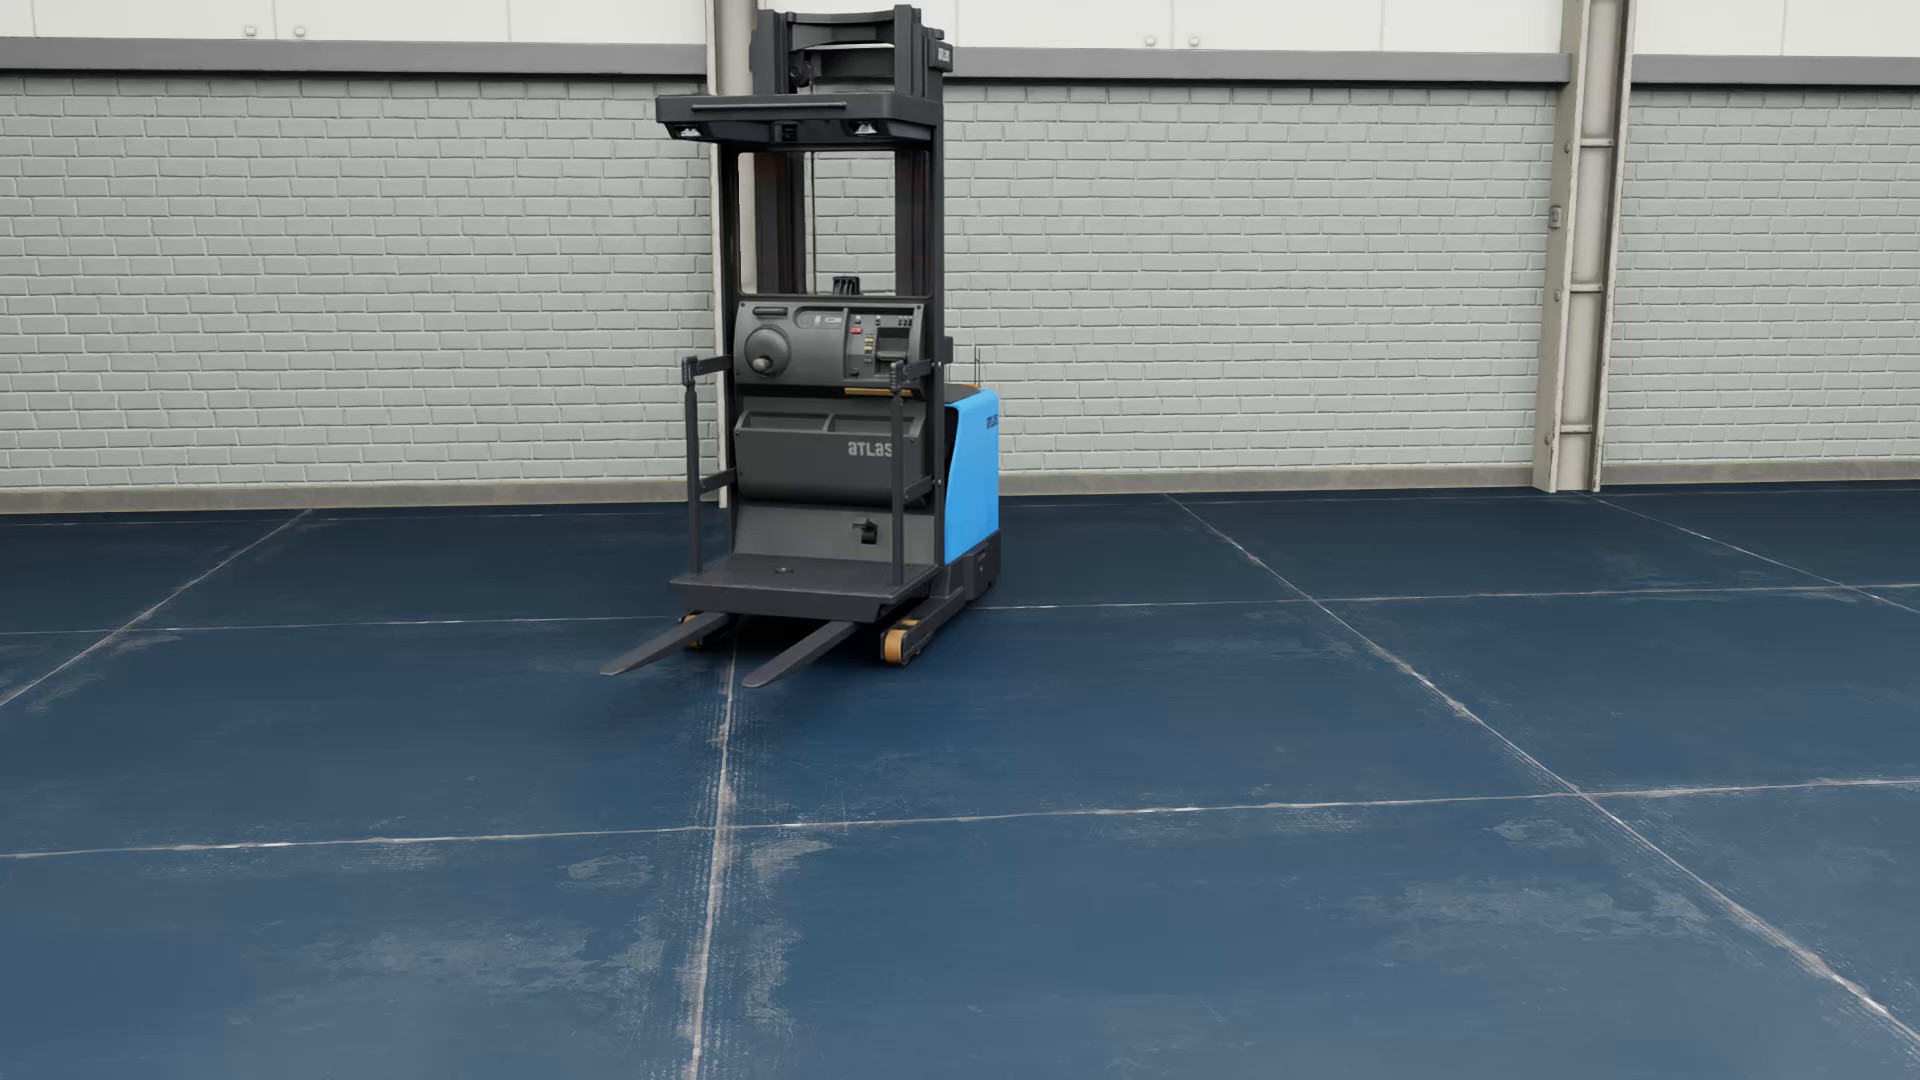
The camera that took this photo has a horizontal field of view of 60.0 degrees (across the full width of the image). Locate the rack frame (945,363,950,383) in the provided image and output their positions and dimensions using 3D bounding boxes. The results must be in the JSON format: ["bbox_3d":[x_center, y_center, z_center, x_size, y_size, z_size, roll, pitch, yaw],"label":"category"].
[{"bbox_3d":[-0.077,-0.587,10.244,0.006,1.200,0.240,-1,11,-6],"label":"rack frame"}]

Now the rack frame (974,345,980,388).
[{"bbox_3d":[0.105,-0.591,10.264,0.006,1.200,0.240,-1,11,-6],"label":"rack frame"}]

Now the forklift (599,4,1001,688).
[{"bbox_3d":[-0.679,-0.956,7.633,1.130,2.935,3.031,3,12,16],"label":"forklift"}]

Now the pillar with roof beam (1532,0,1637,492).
[{"bbox_3d":[4.944,-3.972,7.242,0.400,9.000,9.100,-1,11,-6],"label":"pillar with roof beam"}]

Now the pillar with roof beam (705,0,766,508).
[{"bbox_3d":[-1.021,-3.847,6.606,0.400,9.000,9.100,-1,11,-6],"label":"pillar with roof beam"}]

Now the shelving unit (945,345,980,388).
[{"bbox_3d":[0.014,-0.589,10.254,0.189,1.200,0.258,-1,11,-6],"label":"shelving unit"}]

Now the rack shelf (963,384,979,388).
[{"bbox_3d":[0.014,-0.899,10.193,0.180,0.103,0.258,-1,11,-6],"label":"rack shelf"}]
